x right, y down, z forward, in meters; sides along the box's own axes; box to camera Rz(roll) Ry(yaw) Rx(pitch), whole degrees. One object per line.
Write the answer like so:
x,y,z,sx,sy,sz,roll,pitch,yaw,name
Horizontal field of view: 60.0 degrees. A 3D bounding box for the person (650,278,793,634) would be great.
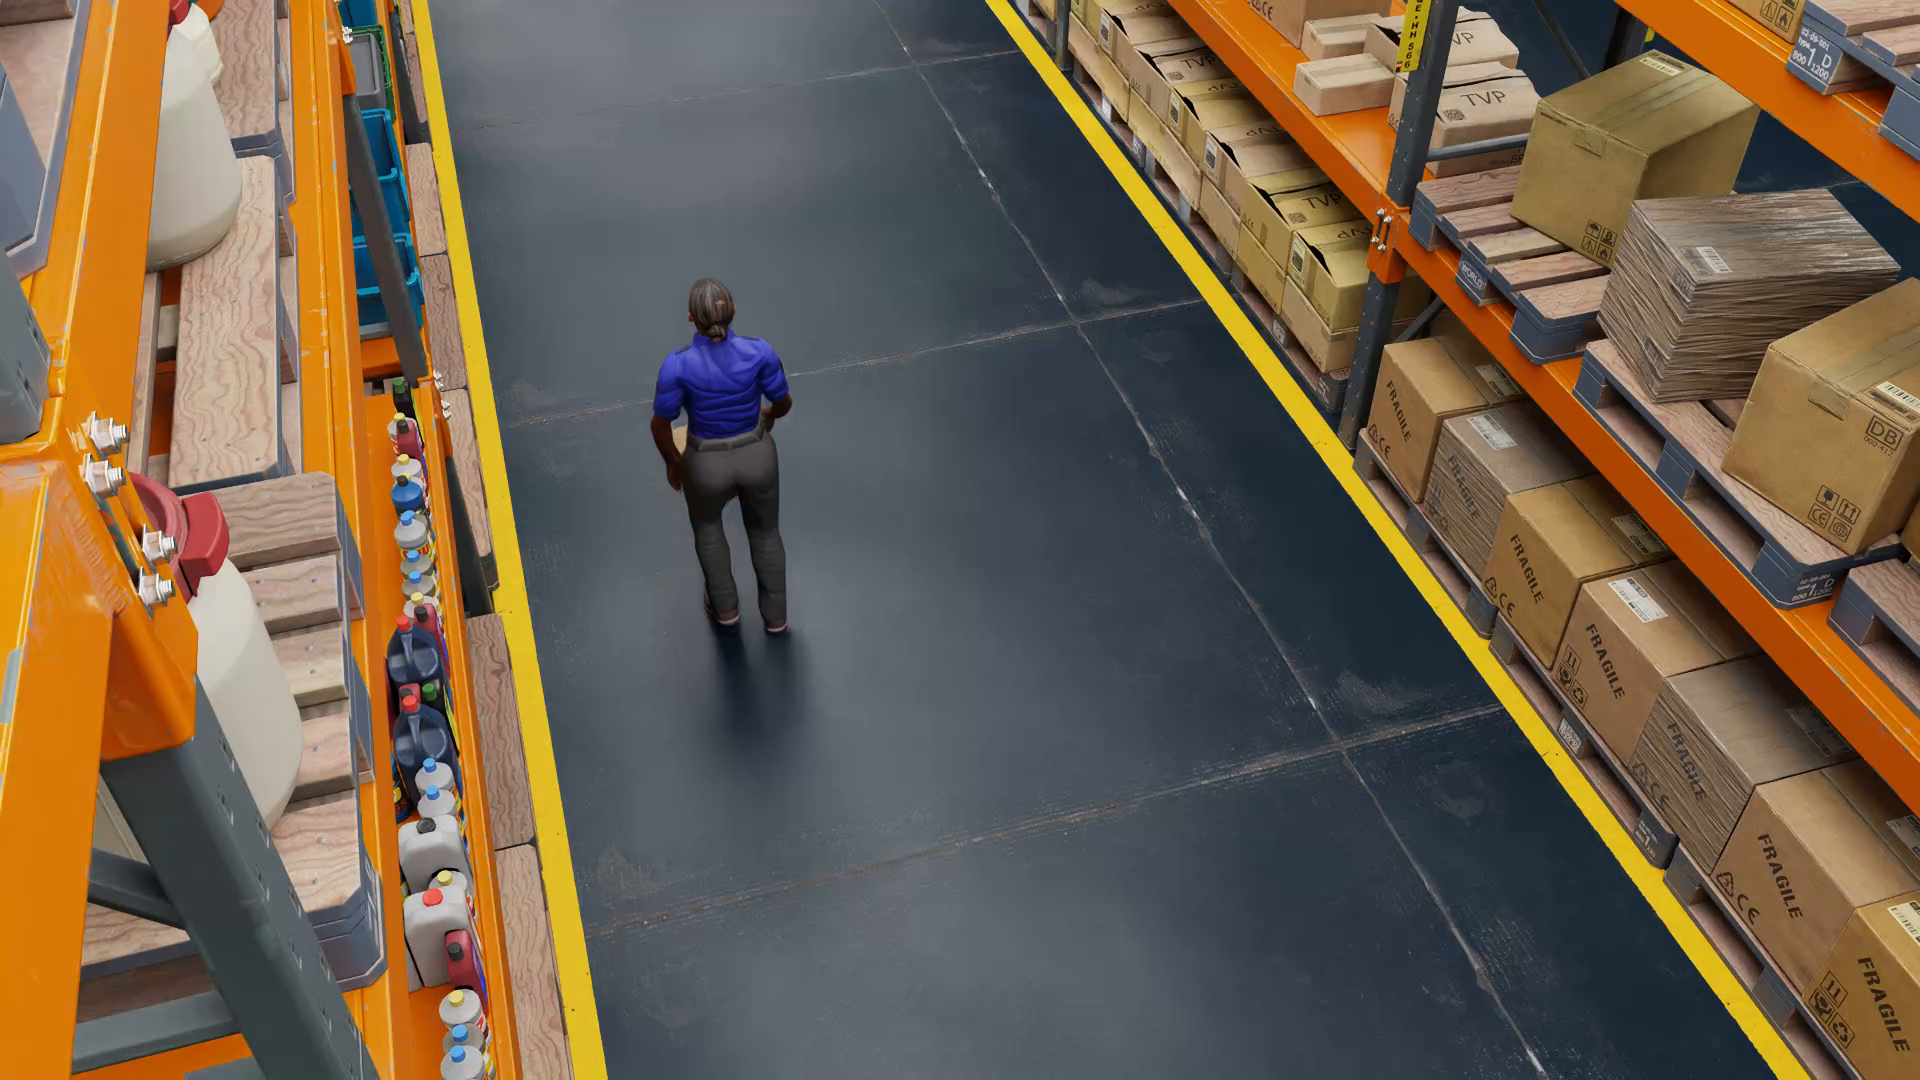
-0.919,-0.331,6.533,0.549,1.646,0.446,-11,44,-11,person
